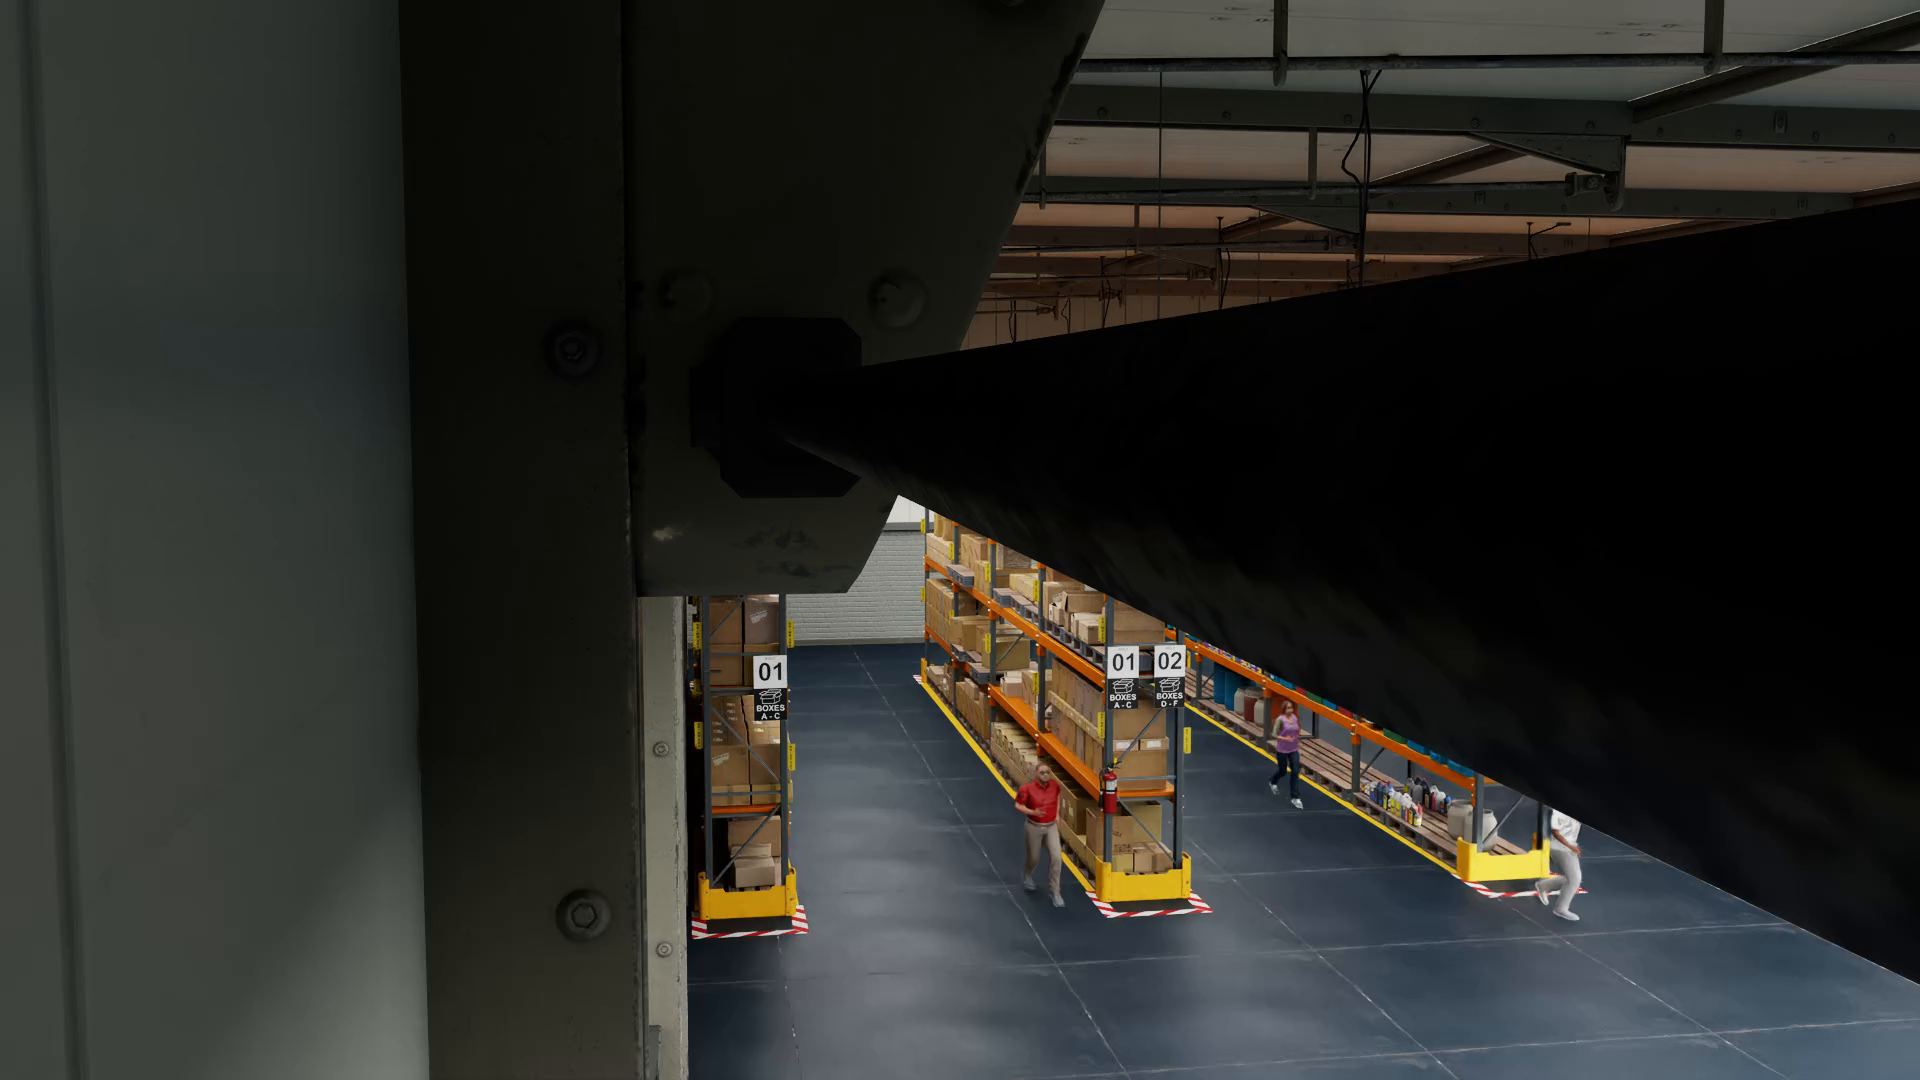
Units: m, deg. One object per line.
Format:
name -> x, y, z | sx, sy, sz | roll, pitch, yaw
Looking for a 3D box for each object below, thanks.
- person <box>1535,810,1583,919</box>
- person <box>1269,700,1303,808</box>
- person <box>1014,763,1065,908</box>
person -> 7.292, 3.746, 20.198 | 0.591, 1.660, 0.614 | 3, 6, 33
person -> 5.040, 3.267, 25.636 | 0.540, 1.589, 0.853 | -2, 5, -17
person -> 1.003, 3.648, 20.855 | 0.690, 1.762, 0.941 | -2, 5, -17
